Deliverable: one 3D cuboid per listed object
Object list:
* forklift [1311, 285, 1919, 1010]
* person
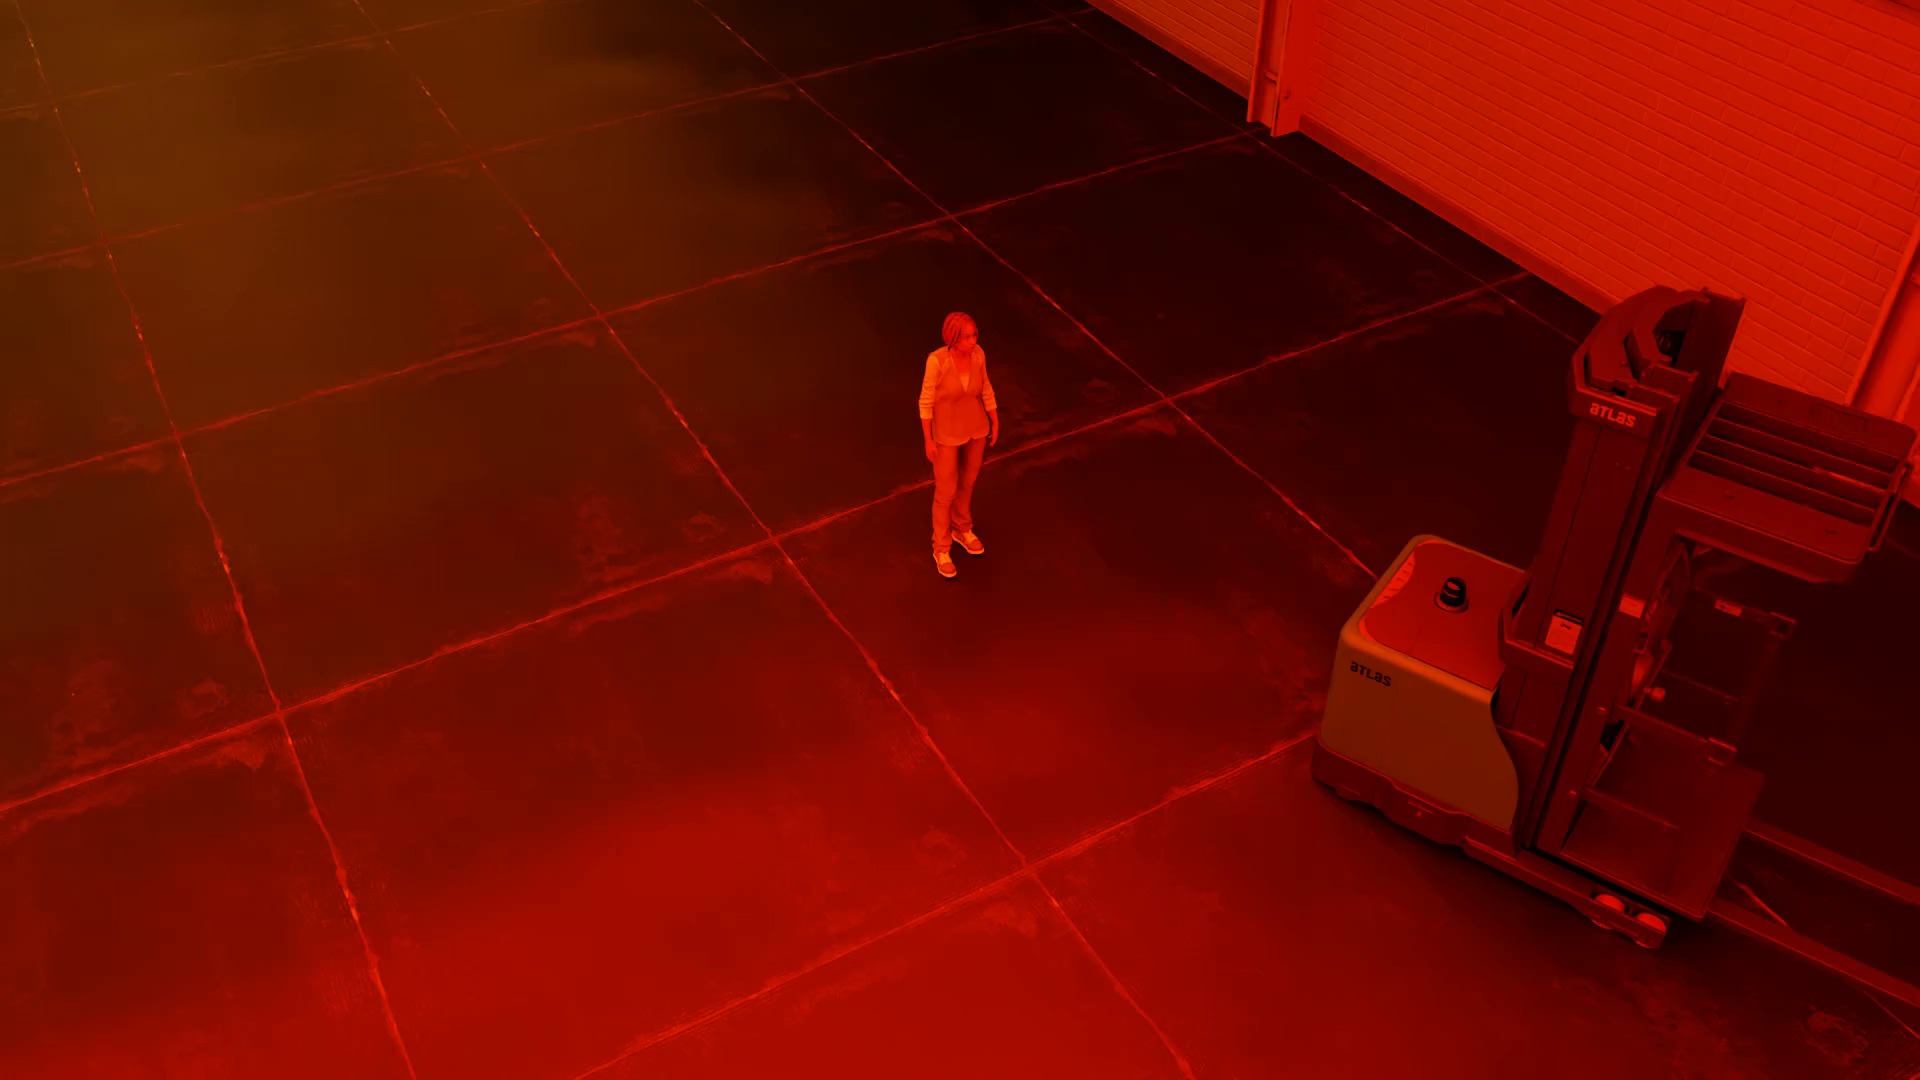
[{"bbox_3d":[3.347,0.437,7.510,3.031,2.935,1.130,24,45,26],"label":"forklift"},{"bbox_3d":[0.025,-0.573,9.763,0.520,1.595,0.473,-20,44,-23],"label":"person"}]
